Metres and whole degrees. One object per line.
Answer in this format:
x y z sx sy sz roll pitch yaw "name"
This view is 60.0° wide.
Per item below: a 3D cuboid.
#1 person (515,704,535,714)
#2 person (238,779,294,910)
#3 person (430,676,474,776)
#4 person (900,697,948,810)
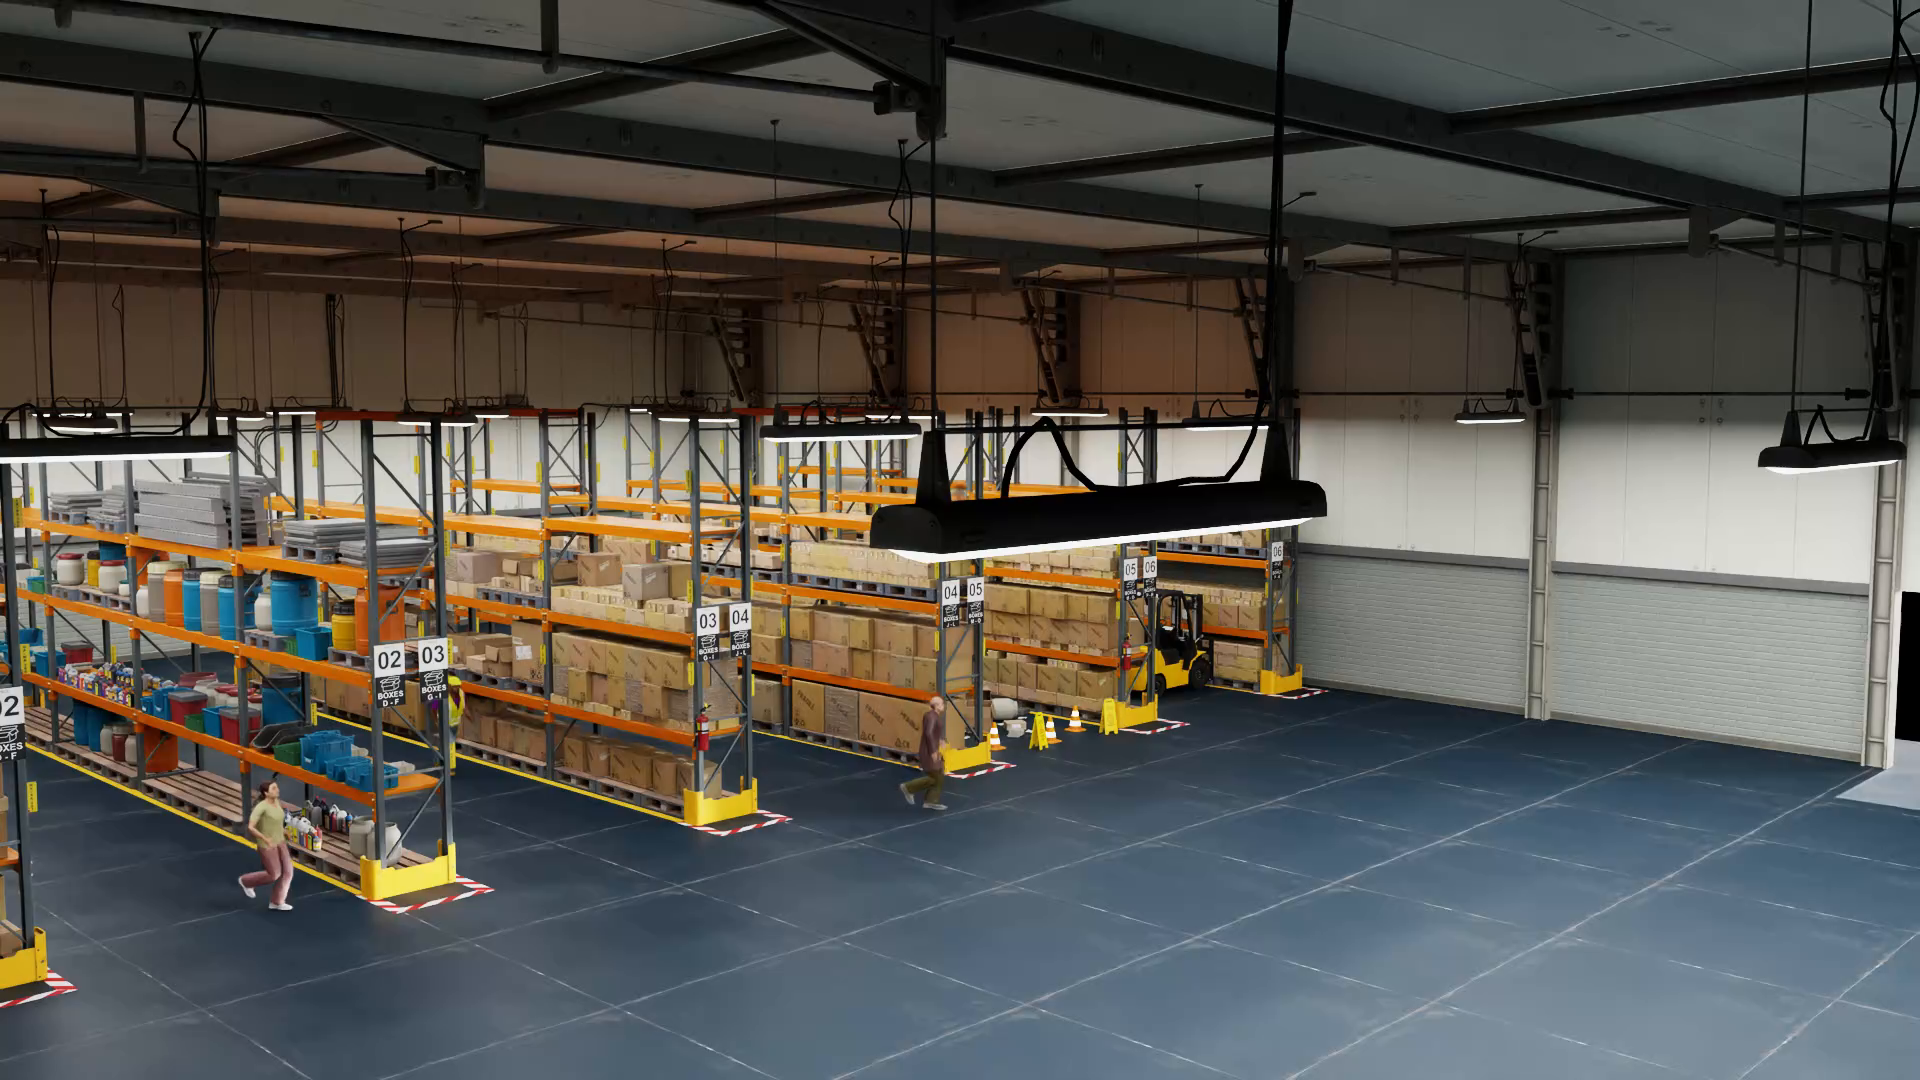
-8.264 2.663 31.828 0.702 1.715 0.668 3 6 29 "person"
-8.506 3.726 20.377 0.688 1.622 0.591 1 5 14 "person"
-8.497 3.057 27.580 0.880 1.677 0.707 2 6 25 "person"
-0.537 3.245 25.315 0.763 1.730 0.730 -1 5 -6 "person"
